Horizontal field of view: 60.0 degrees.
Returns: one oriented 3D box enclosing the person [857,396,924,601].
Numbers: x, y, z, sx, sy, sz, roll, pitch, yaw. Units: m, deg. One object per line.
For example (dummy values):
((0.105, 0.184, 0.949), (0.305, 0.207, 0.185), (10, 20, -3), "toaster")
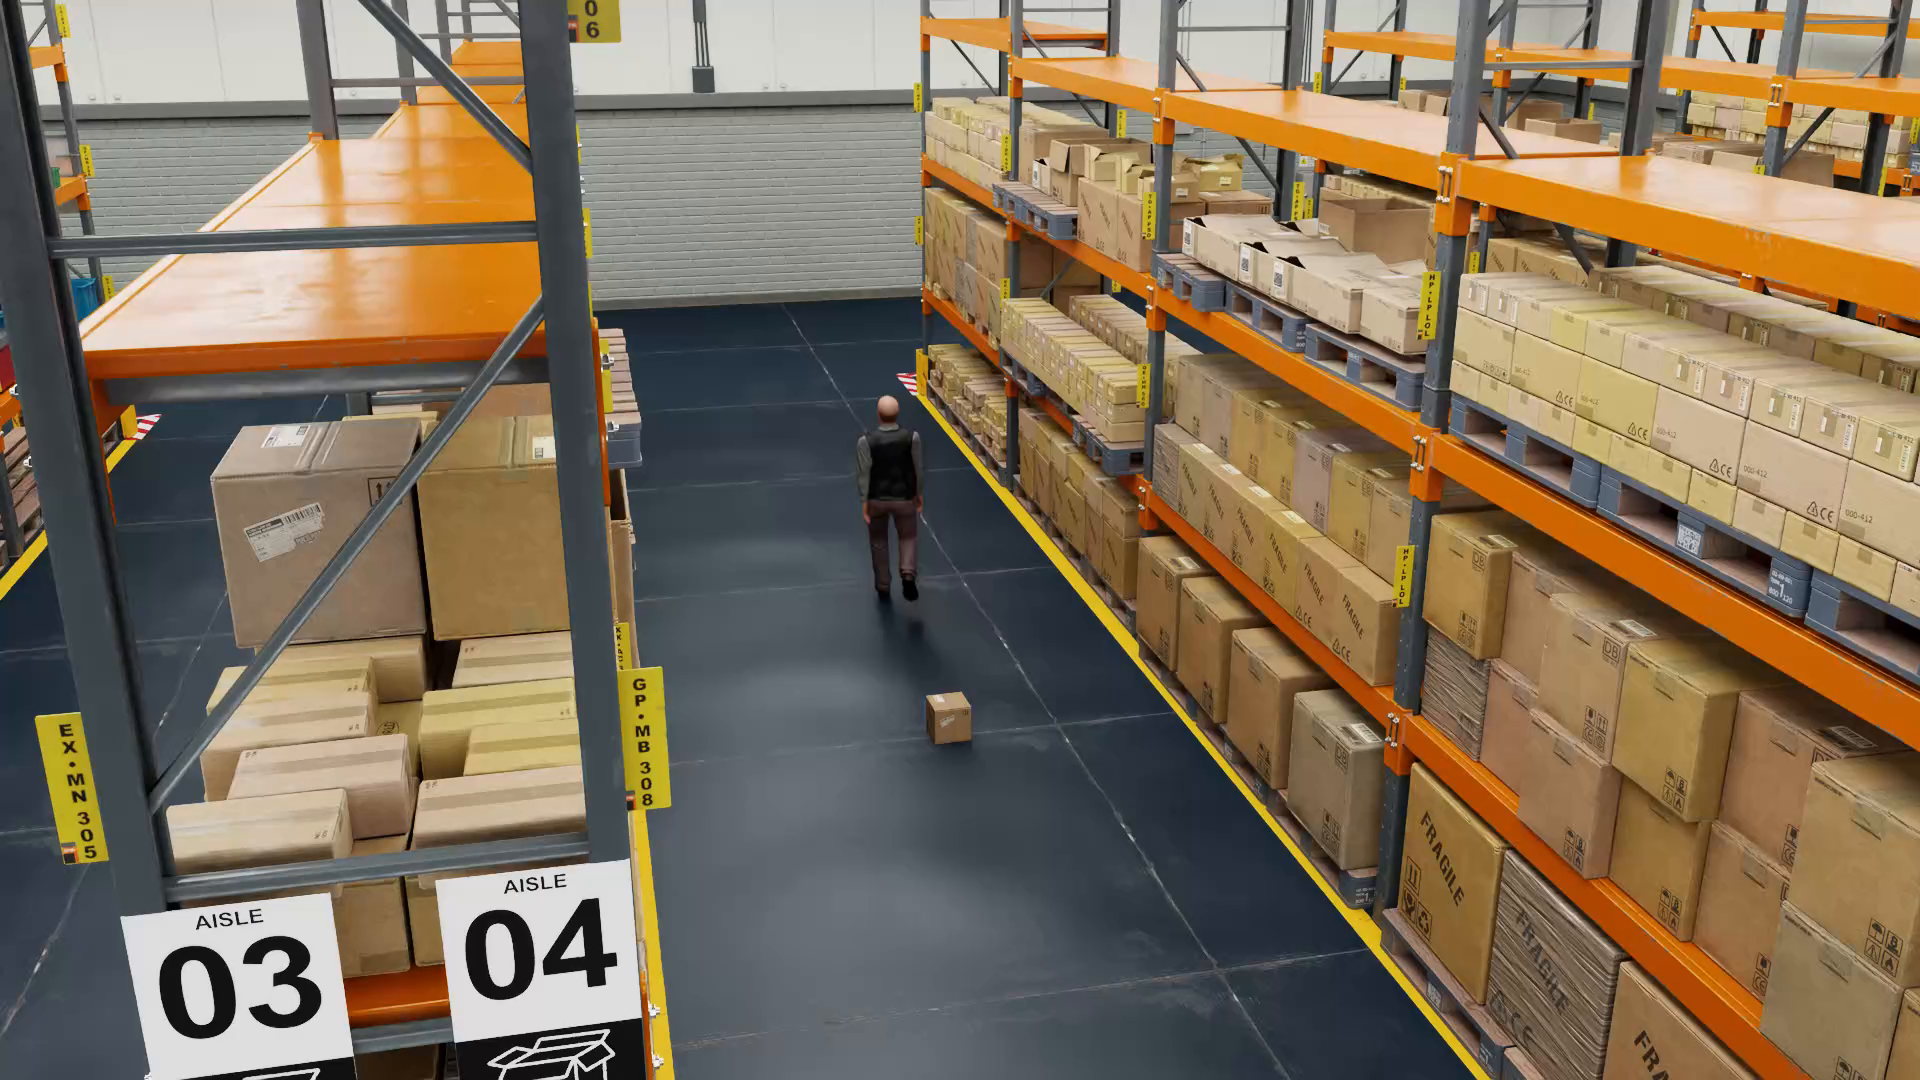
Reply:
((-0.552, -0.319, 13.263), (0.539, 1.702, 0.706), (-2, 20, -7), "person")
